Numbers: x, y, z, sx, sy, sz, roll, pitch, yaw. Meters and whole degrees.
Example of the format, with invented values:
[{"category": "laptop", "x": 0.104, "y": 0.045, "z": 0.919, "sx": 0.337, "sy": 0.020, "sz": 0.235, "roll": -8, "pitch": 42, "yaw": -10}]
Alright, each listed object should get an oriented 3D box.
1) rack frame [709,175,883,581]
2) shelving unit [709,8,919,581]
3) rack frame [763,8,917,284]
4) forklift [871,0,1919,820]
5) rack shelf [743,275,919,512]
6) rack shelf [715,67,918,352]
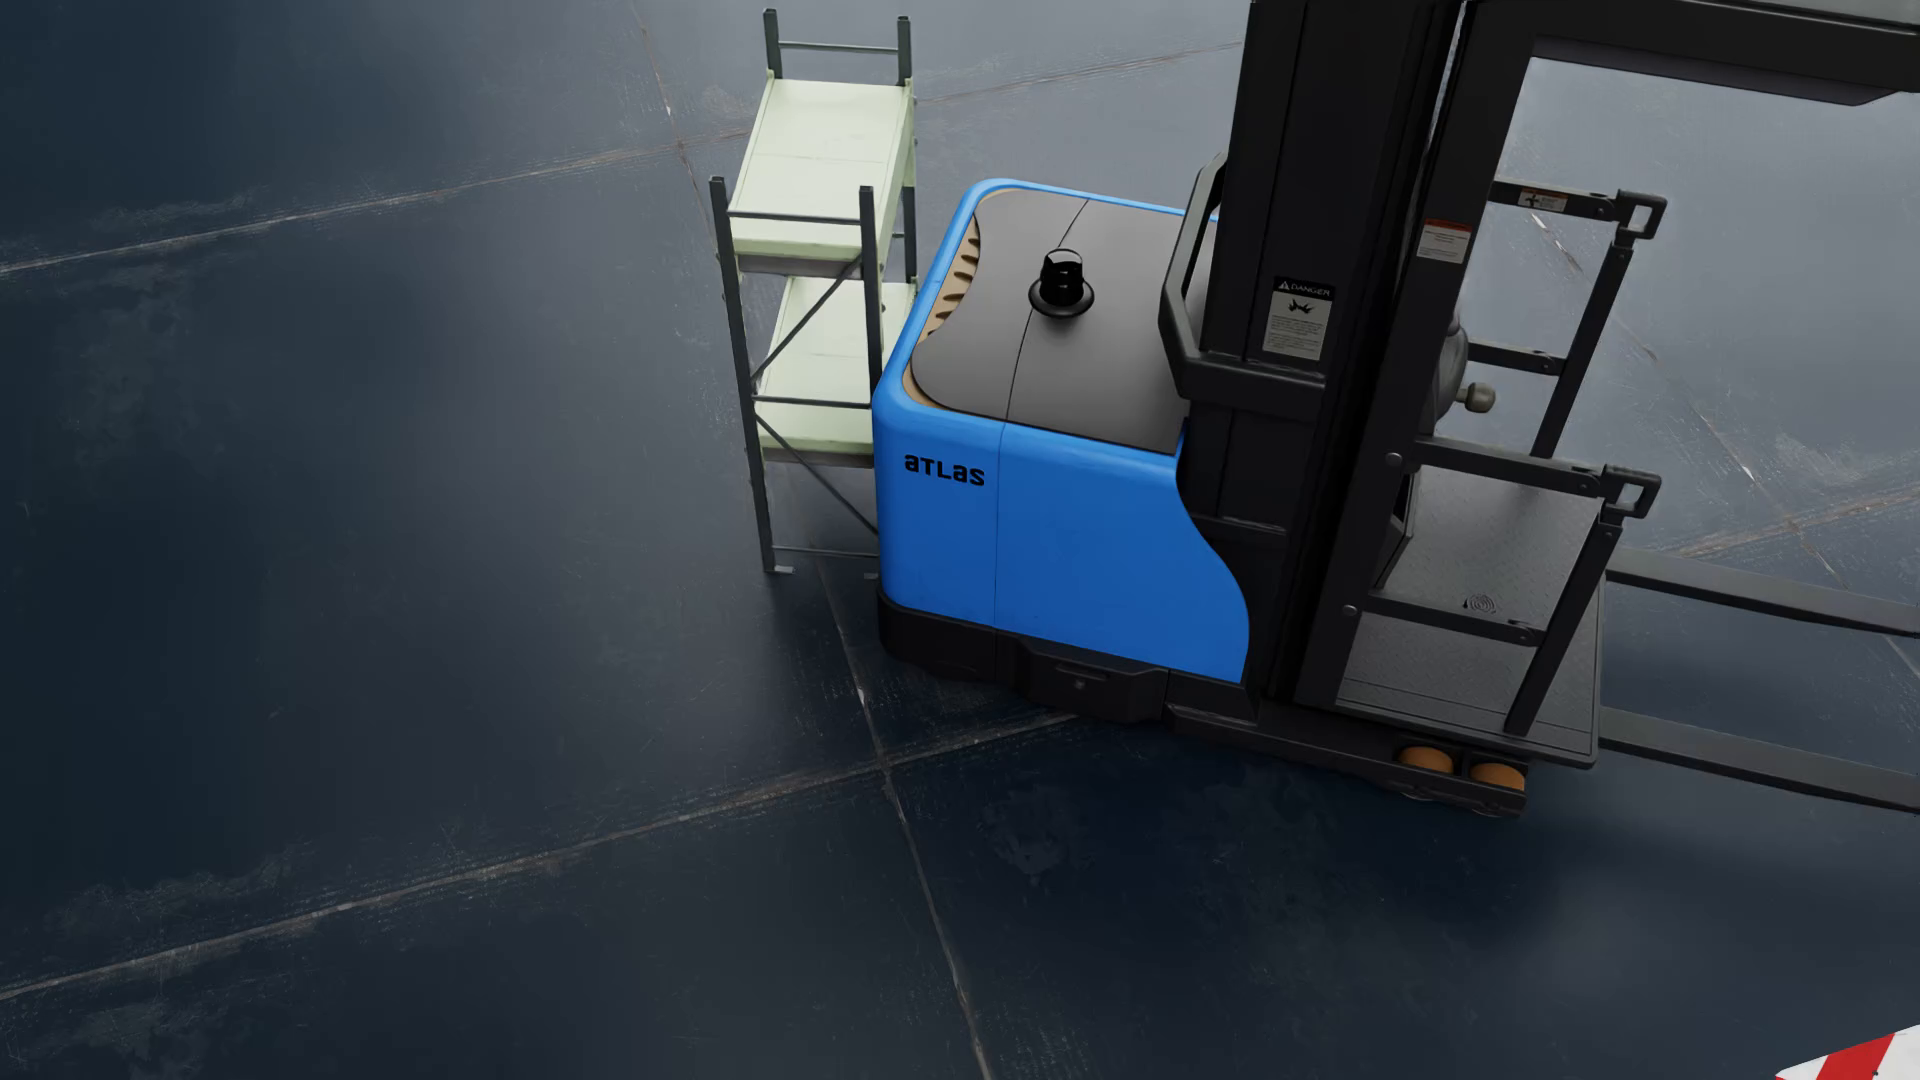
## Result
[{"category": "rack frame", "x": -0.408, "y": -0.377, "z": 4.587, "sx": 0.400, "sy": 1.500, "sz": 0.023, "roll": 5, "pitch": 50, "yaw": 4}, {"category": "shelving unit", "x": -0.371, "y": -0.655, "z": 4.822, "sx": 0.431, "sy": 1.500, "sz": 0.755, "roll": 5, "pitch": 50, "yaw": 4}, {"category": "rack frame", "x": -0.333, "y": -0.934, "z": 5.056, "sx": 0.400, "sy": 1.500, "sz": 0.023, "roll": 5, "pitch": 50, "yaw": 4}, {"category": "forklift", "x": 1.337, "y": -0.633, "z": 3.867, "sx": 3.031, "sy": 2.935, "sz": 1.130, "roll": 12, "pitch": 51, "yaw": 10}, {"category": "rack shelf", "x": -0.371, "y": -0.445, "z": 5.071, "sx": 0.431, "sy": 0.370, "sz": 0.720, "roll": 5, "pitch": 50, "yaw": 4}, {"category": "rack shelf", "x": -0.371, "y": -0.907, "z": 4.523, "sx": 0.431, "sy": 0.370, "sz": 0.720, "roll": 5, "pitch": 50, "yaw": 4}]
